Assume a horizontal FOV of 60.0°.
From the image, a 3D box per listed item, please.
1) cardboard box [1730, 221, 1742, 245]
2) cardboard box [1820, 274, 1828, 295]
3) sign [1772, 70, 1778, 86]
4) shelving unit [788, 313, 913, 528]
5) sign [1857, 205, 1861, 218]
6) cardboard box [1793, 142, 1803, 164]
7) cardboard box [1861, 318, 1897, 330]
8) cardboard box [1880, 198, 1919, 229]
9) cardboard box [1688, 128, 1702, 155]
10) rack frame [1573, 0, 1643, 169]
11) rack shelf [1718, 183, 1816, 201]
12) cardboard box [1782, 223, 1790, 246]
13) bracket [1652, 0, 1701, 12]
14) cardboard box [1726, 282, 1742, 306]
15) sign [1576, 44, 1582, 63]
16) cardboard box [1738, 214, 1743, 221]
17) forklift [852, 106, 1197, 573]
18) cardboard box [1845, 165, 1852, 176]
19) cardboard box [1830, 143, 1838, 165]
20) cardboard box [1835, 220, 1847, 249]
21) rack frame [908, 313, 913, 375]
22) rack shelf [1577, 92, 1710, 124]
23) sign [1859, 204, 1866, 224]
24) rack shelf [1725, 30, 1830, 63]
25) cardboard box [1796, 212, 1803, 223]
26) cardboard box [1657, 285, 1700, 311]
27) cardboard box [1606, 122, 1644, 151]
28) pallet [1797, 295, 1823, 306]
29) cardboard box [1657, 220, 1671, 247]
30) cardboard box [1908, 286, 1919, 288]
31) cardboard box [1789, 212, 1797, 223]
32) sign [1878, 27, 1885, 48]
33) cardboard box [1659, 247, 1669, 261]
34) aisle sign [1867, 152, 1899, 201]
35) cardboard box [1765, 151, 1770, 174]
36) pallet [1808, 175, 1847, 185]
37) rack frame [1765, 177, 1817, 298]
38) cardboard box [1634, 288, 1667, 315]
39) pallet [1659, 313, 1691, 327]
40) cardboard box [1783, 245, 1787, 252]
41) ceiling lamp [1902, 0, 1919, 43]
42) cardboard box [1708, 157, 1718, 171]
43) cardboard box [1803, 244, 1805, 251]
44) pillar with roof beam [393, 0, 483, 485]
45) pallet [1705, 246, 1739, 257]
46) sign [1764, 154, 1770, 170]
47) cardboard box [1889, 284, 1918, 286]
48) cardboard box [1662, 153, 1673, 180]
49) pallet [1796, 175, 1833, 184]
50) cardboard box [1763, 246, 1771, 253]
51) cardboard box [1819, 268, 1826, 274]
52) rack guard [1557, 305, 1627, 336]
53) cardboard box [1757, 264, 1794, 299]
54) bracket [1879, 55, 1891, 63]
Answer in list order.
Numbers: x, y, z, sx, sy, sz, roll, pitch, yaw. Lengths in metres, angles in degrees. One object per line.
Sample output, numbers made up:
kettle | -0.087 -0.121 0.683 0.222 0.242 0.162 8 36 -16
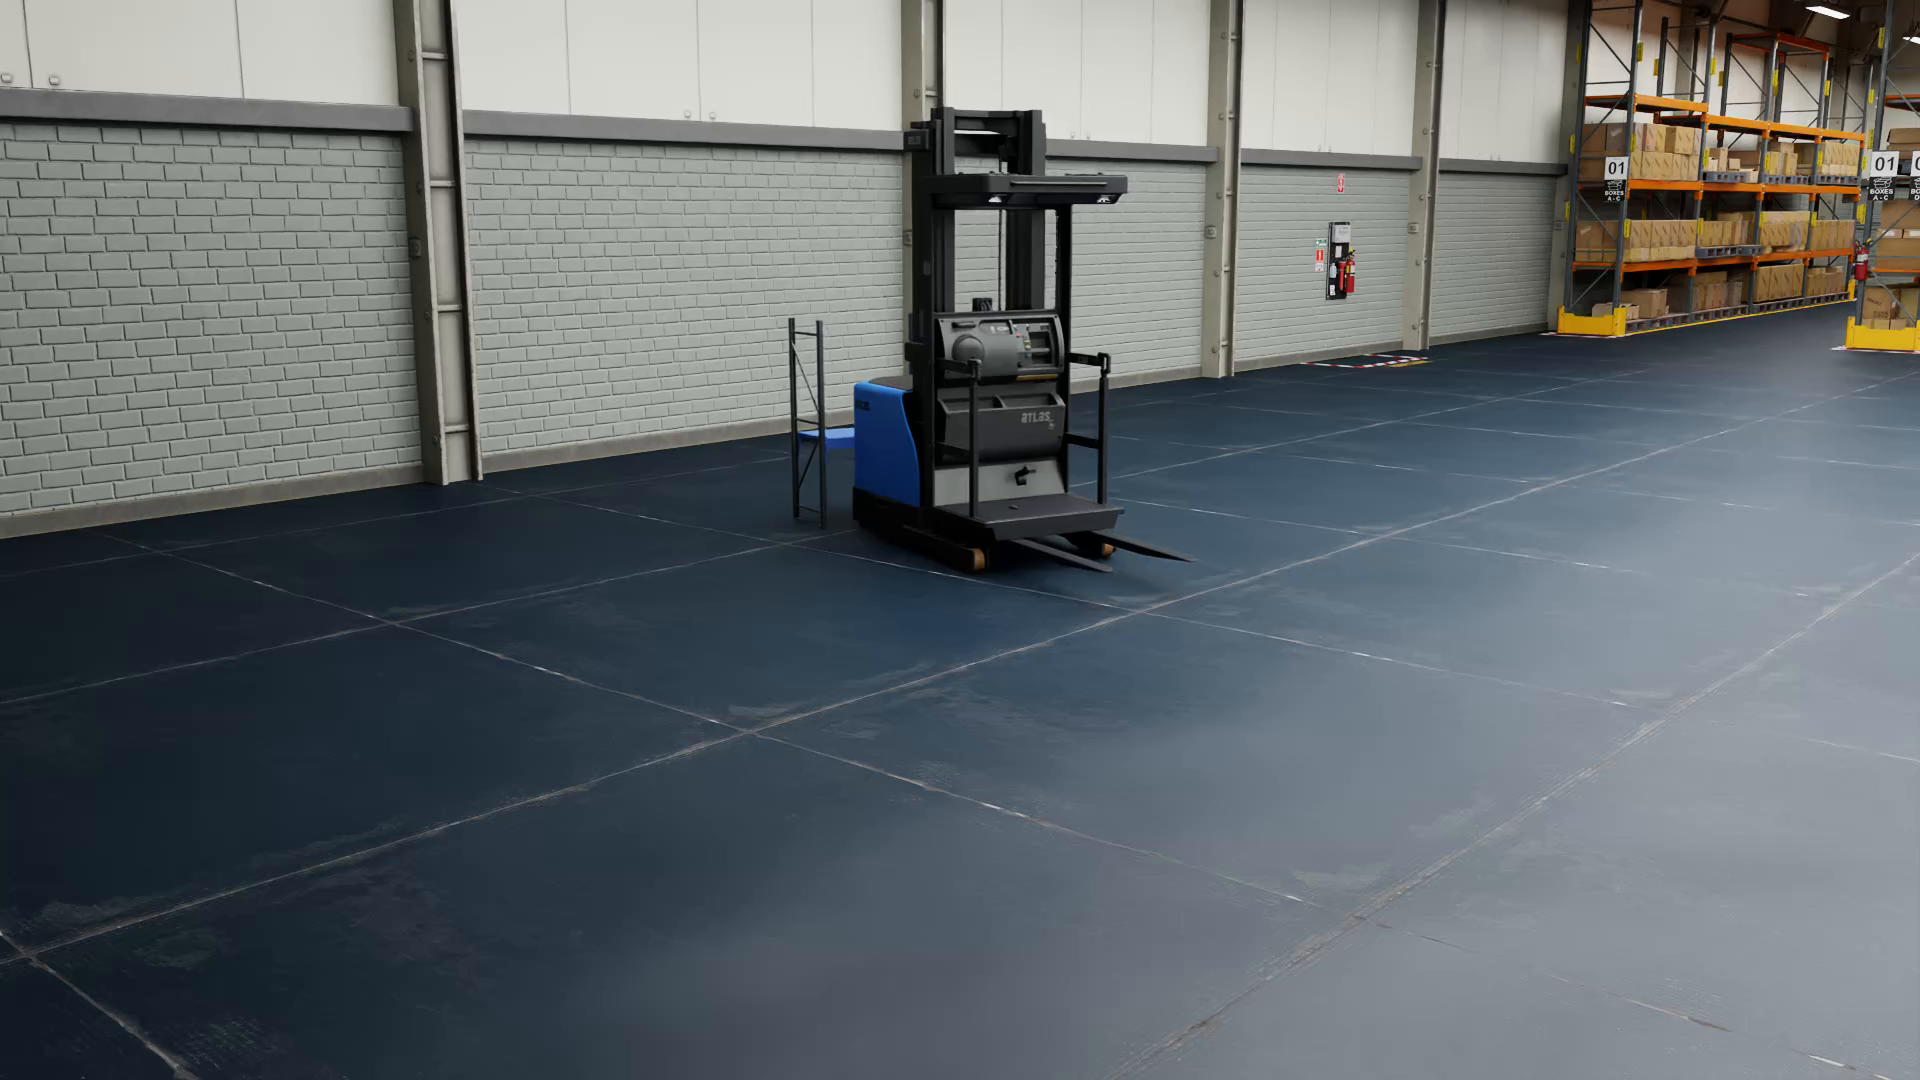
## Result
cardboard box | 16.310 -6.585 35.645 0.700 0.500 0.500 8 14 35
cardboard box | 20.847 -6.291 40.859 0.700 0.500 0.500 10 15 42
sign | 17.375 -9.847 35.449 0.100 0.325 0.005 10 15 40
shelving unit | -0.685 -0.917 12.458 1.048 1.500 0.538 -7 12 -31
sign | 22.640 -8.265 41.874 0.100 0.325 0.005 10 15 40
cardboard box | 19.887 -9.218 39.688 0.500 0.500 0.500 10 15 40
cardboard box | 15.536 -3.634 28.197 0.500 0.250 0.500 10 15 40
cardboard box | 15.756 -5.420 27.620 0.700 0.500 0.500 10 15 41
cardboard box | 14.194 -7.799 32.585 0.500 0.500 0.500 8 14 36
rack frame | 11.680 -8.242 29.999 1.000 3.000 0.127 10 15 40
rack shelf | 18.281 -7.889 37.729 1.077 0.370 4.000 10 15 40
cardboard box | 18.493 -6.946 37.764 0.500 0.500 0.500 10 15 42
bracket | 13.734 -10.616 32.696 0.076 0.066 4.783 10 15 40
cardboard box | 16.525 -5.354 36.117 0.700 0.500 0.500 10 15 41
sign | 11.277 -8.852 30.266 0.100 0.325 0.005 10 15 40
cardboard box | 16.756 -7.005 36.090 0.380 0.149 0.250 7 14 33
forklift | 0.385 -1.326 10.865 1.130 2.935 3.031 -6 13 -29
cardboard box | 21.615 -9.087 40.947 0.500 0.250 0.500 9 14 38
cardboard box | 20.617 -9.230 39.749 0.500 0.500 0.500 9 15 39
cardboard box | 21.441 -7.616 41.418 0.980 0.700 0.700 10 15 40
rack frame | -0.251 -0.969 12.719 0.032 1.500 0.500 -7 12 -31
rack shelf | 13.000 -8.181 31.543 1.077 0.370 4.000 10 15 40
sign | 15.005 -5.416 27.608 0.100 0.325 0.005 10 15 40
rack shelf | 18.281 -10.990 37.110 1.077 0.370 4.000 10 15 40
cardboard box | 19.141 -7.462 38.432 0.500 0.250 0.500 10 15 42
cardboard box | 14.794 -4.989 34.288 0.700 0.500 0.500 10 15 42
cardboard box | 12.117 -7.345 30.310 0.500 0.500 0.500 8 14 36
pallet | 20.162 -5.799 40.209 1.003 0.211 1.213 10 15 40
cardboard box | 13.232 -5.859 31.805 0.500 0.500 0.500 10 15 42
cardboard box | 16.574 -4.084 28.535 0.500 0.500 0.500 10 15 40
cardboard box | 18.804 -7.387 38.056 0.500 0.250 0.500 10 15 41
sign | 15.005 -8.171 27.058 0.100 0.325 0.005 10 15 40
cardboard box | 13.249 -5.493 31.887 0.500 0.250 0.500 10 15 41
aisle sign | 15.140 -5.963 27.270 0.394 0.787 0.004 10 15 40
cardboard box | 17.548 -8.376 36.952 0.700 0.500 0.500 9 14 37
pallet | 20.955 -8.790 40.631 1.003 0.211 1.213 10 15 40
rack frame | 19.601 -7.065 39.426 1.000 3.000 0.127 10 15 40
cardboard box | 13.666 -4.720 32.944 0.500 0.500 0.500 8 14 36
pallet | 13.904 -4.417 33.289 1.003 0.211 1.213 10 15 40
cardboard box | 18.719 -6.684 38.109 0.380 0.149 0.250 9 15 39
ceiling lamp | 21.158 -12.384 35.836 0.800 3.185 2.000 10 15 40
cardboard box | 15.148 -7.682 34.011 0.500 0.311 0.500 10 15 42
cardboard box | 19.591 -6.865 39.016 0.380 0.149 0.250 10 15 41
pillar with roof beam | -1.116 -4.369 10.609 9.100 9.000 0.400 10 15 40
pallet | 15.685 -6.086 35.014 1.003 0.211 1.213 10 15 40
sign | 17.367 -8.131 35.782 0.100 0.325 0.005 10 15 40
cardboard box | 16.843 -4.299 29.608 0.500 0.500 0.500 10 15 40
cardboard box | 13.147 -7.079 31.532 0.500 0.500 0.500 11 16 44
pallet | 20.149 -8.612 39.737 1.003 0.211 1.213 10 15 40
cardboard box | 17.764 -6.446 36.916 0.380 0.149 0.250 10 15 42
cardboard box | 20.880 -6.564 40.569 0.380 0.149 0.250 9 15 39
rack guard | 11.730 -4.085 30.887 1.175 0.500 0.348 10 15 40
cardboard box | 18.686 -5.973 38.376 0.750 0.750 0.750 10 15 42
bracket | 25.479 -13.234 45.803 0.235 0.232 0.430 10 15 40
